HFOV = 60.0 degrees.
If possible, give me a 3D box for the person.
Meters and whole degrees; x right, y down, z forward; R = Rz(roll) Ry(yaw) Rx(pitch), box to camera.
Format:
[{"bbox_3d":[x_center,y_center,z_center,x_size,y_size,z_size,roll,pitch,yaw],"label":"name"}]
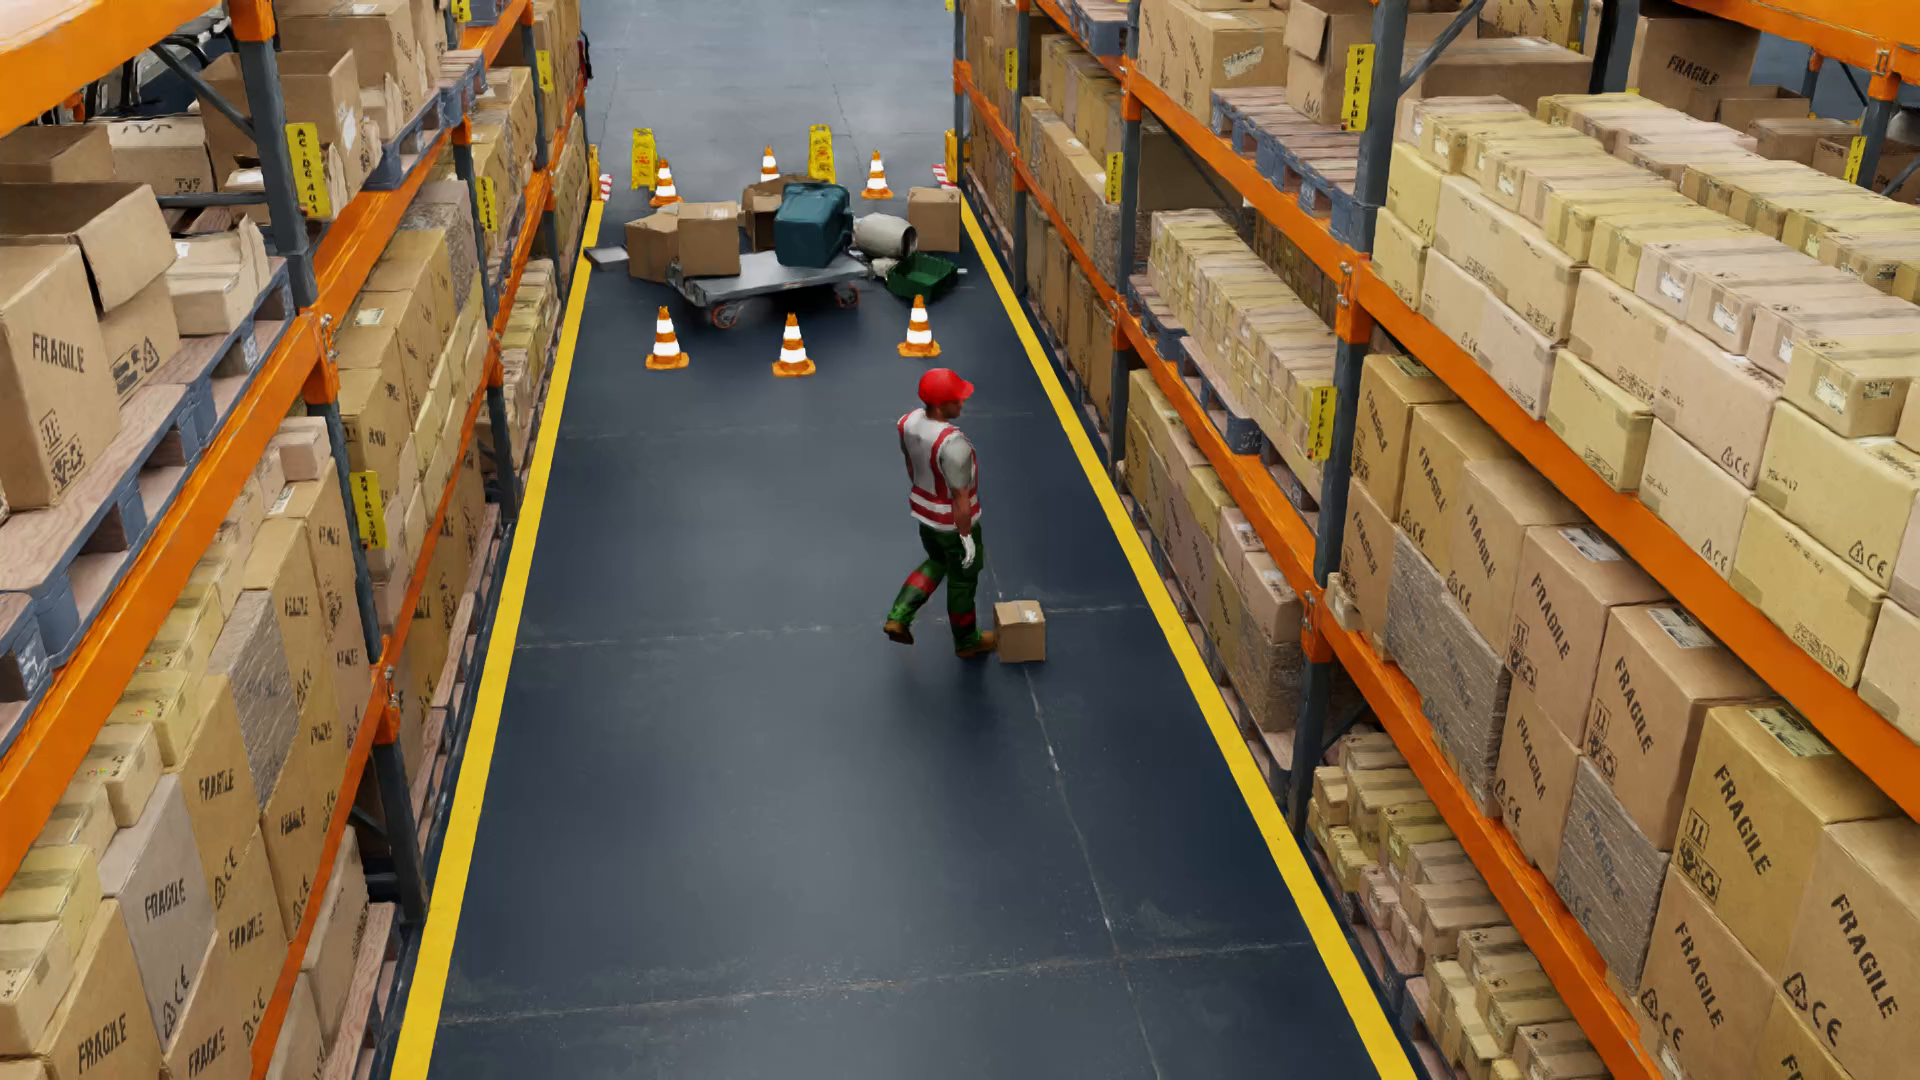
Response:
[{"bbox_3d":[-0.070,-0.130,8.848,0.710,1.773,0.598,-20,33,-34],"label":"person"}]
